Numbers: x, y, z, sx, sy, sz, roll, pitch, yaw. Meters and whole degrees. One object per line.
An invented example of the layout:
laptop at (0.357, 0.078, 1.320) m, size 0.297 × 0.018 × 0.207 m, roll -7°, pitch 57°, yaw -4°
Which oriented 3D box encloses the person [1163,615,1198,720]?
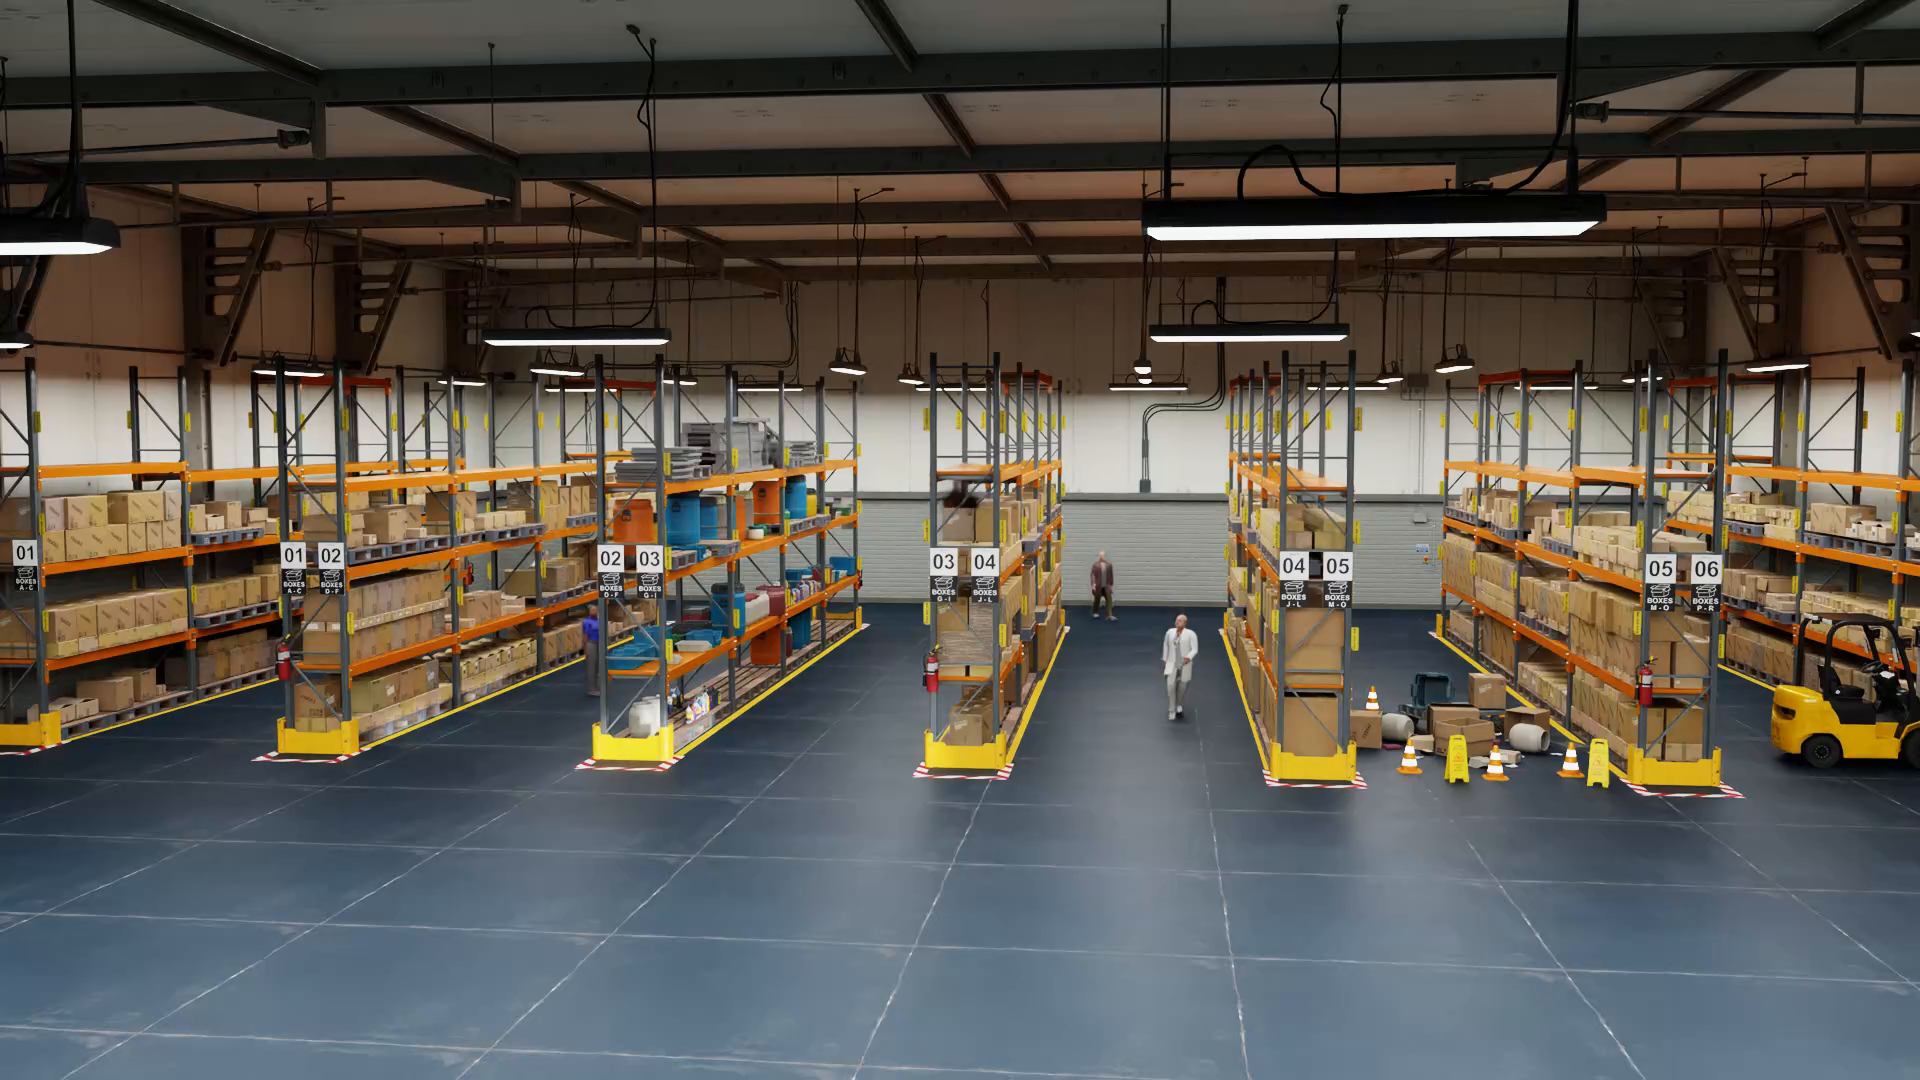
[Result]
person at (3.747, 2.173, 28.316) m, size 0.600 × 1.813 × 0.942 m, roll 1°, pitch 4°, yaw 8°

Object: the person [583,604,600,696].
person at (-6.707, 2.015, 30.639) m, size 0.411 × 1.662 × 0.482 m, roll 1°, pitch 4°, yaw 10°

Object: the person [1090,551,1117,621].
person at (3.614, 1.160, 42.008) m, size 0.659 × 1.725 × 1.065 m, roll -1°, pitch 4°, yaw -17°

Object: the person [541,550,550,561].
person at (-10.706, 1.086, 43.274) m, size 0.441 × 1.678 × 0.502 m, roll 1°, pitch 4°, yaw 15°
